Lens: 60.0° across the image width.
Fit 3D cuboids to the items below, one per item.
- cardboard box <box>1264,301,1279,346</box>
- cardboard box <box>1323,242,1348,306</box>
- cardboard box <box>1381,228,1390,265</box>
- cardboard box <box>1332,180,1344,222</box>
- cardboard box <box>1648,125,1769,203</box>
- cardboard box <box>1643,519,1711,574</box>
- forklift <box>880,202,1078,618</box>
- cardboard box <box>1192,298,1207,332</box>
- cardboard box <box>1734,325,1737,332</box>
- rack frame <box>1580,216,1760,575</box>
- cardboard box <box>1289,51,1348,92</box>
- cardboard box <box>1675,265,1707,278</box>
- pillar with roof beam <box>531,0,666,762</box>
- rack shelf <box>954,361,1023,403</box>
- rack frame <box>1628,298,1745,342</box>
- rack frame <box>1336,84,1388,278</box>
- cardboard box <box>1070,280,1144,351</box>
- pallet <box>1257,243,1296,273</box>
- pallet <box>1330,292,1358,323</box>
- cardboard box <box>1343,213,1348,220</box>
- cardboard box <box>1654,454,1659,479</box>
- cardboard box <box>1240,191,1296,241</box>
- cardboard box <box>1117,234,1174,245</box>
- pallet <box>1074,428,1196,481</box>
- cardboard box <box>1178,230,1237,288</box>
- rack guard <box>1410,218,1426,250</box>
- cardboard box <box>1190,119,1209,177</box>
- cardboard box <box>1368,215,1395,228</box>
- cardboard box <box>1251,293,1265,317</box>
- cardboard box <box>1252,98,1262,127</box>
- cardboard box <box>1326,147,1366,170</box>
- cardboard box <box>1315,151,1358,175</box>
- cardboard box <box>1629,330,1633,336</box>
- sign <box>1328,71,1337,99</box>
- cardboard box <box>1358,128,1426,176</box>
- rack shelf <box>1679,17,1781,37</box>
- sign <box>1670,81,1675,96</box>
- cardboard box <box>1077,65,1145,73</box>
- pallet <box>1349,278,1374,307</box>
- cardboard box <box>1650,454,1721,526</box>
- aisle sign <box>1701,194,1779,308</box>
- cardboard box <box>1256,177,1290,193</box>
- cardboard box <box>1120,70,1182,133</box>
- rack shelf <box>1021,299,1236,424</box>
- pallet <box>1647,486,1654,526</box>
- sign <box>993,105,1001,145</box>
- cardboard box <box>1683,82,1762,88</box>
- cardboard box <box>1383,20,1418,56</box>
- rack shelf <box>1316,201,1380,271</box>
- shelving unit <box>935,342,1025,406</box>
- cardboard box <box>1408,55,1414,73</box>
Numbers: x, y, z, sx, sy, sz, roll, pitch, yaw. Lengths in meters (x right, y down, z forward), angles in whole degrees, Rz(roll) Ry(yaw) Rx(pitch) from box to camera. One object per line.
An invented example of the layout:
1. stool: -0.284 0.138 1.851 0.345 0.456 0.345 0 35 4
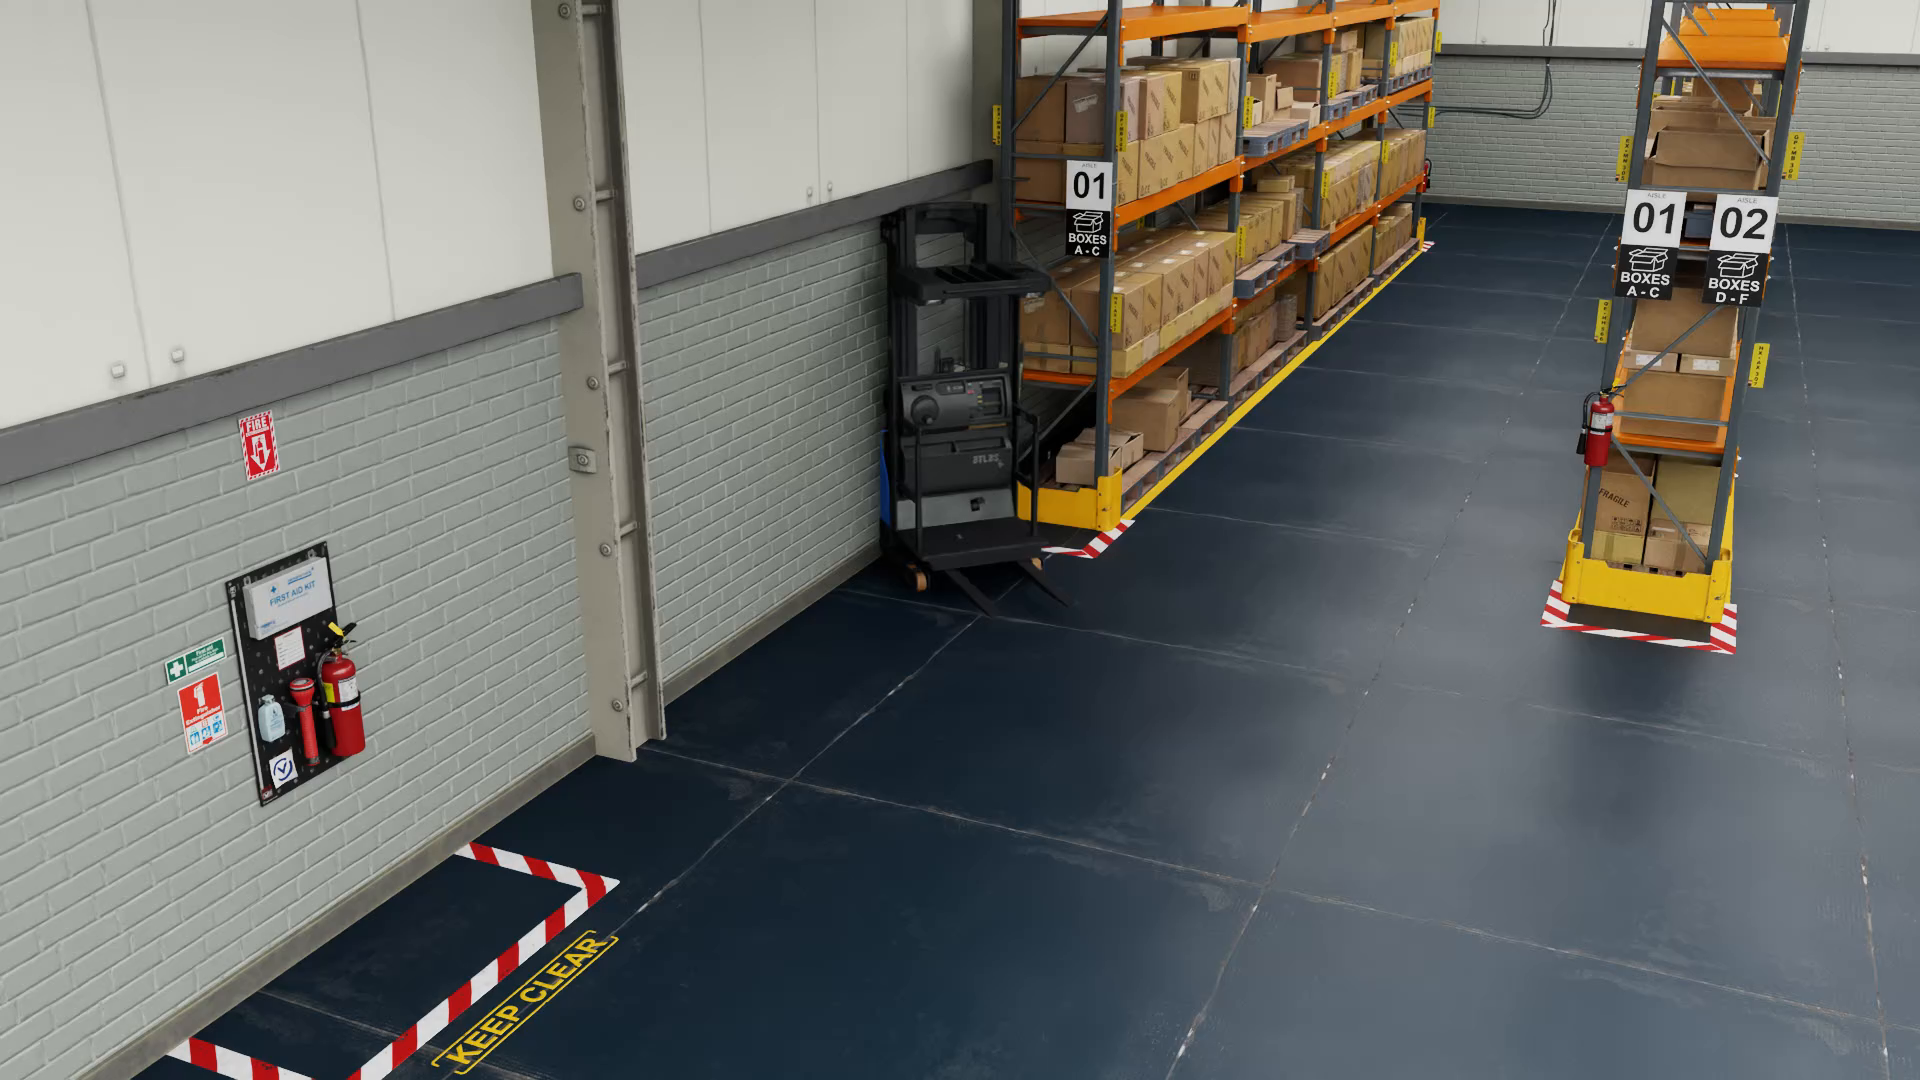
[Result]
1. cardboard box: 3.537 -2.697 20.649 0.700 0.500 0.500 9 21 23
2. cardboard box: 4.887 -3.695 22.962 0.750 0.750 0.750 8 21 22
3. cardboard box: 6.348 -4.646 26.161 0.700 0.500 0.500 8 21 22
4. cardboard box: 4.757 -4.505 22.036 0.500 0.500 0.500 9 22 24
5. cardboard box: 5.585 -2.813 12.435 0.797 0.503 0.637 10 22 26
6. cardboard box: 5.769 0.052 13.322 0.500 0.250 0.500 9 21 23
7. forklift: 0.046 -1.116 13.234 1.130 2.935 3.031 -7 21 -19
8. cardboard box: 2.142 -2.258 16.537 0.500 0.250 0.500 8 21 22
9. cardboard box: 6.124 -1.671 13.573 0.380 0.149 0.250 8 21 21
10. rack frame: 5.346 -0.912 12.556 1.000 3.000 0.127 9 21 23
11. cardboard box: 4.846 -6.349 22.563 0.700 0.500 0.500 9 21 23
12. cardboard box: 5.781 -1.889 13.218 0.700 0.500 0.500 8 21 21
13. pillar with roof beam: 1.793 -2.325 7.576 9.100 9.000 0.400 9 21 23
14. rack shelf: 0.158 -1.339 14.420 0.431 0.370 0.720 17 23 33
15. rack frame: 6.984 -2.135 15.994 1.000 3.000 0.127 9 21 23
16. rack frame: 5.739 -5.259 24.779 1.000 3.000 0.127 9 21 23
17. cardboard box: 1.295 -1.987 14.655 0.500 0.500 0.500 9 21 23
18. pallet: 3.328 -3.335 19.655 1.003 0.211 1.213 9 21 23
19. pallet: 4.994 -3.324 23.501 1.003 0.211 1.213 9 21 23
20. cardboard box: 5.179 -4.546 23.119 0.380 0.149 0.250 9 22 24
21. cardboard box: 6.308 -0.785 15.675 0.500 0.250 0.500 9 21 23
22. cardboard box: 3.714 -3.971 20.351 0.700 0.500 0.500 6 21 18
23. cardboard box: 1.865 -2.833 17.032 0.500 0.500 0.500 8 21 22
24. pallet: 1.722 -0.915 16.726 1.003 0.211 1.213 9 21 23
25. cardboard box: 2.552 -2.918 17.273 0.500 0.500 0.500 8 21 23
26. rack guard: 7.387 -5.311 28.657 1.175 0.500 0.348 9 21 23
27. cardboard box: 2.071 -3.767 15.929 0.500 0.500 0.500 8 21 21
28. cardboard box: 6.659 -5.038 26.295 0.380 0.149 0.250 8 21 21
29. cardboard box: 3.357 -2.868 20.011 0.500 0.250 0.500 8 21 22
30. cardboard box: 3.012 -4.727 18.313 0.500 0.311 0.500 9 22 24
31. cardboard box: 5.354 -5.320 23.209 0.500 0.250 0.500 9 21 24
32. cardboard box: 5.146 -5.164 22.771 0.500 0.250 0.500 8 21 22
33. cardboard box: 5.539 -1.566 13.278 0.380 0.149 0.250 8 21 22
34. sign: 4.595 -5.618 20.540 0.100 0.325 0.005 9 21 23
35. cardboard box: 7.177 -6.466 27.725 0.980 0.700 0.700 10 22 25
36. rack shelf: 7.803 -5.045 16.896 1.077 0.370 4.000 9 21 23
37. sign: 8.128 -5.089 19.054 0.100 0.325 0.005 9 21 23
38. cardboard box: 1.412 -4.168 15.563 0.500 0.500 0.500 9 21 23
39. pallet: 5.492 -3.699 24.554 1.003 0.211 1.213 9 21 23
40. cardboard box: 5.972 -0.454 13.626 0.500 0.500 0.500 9 21 23
41. aisle sign: 5.599 -2.075 11.946 0.394 0.787 0.004 9 21 23
42. cardboard box: 3.869 -4.386 20.551 0.380 0.149 0.250 5 20 14
43. cardboard box: 1.656 -3.920 14.868 0.500 0.500 0.500 9 22 24
44. rack shelf: 1.644 -1.863 16.304 1.077 0.370 4.000 9 21 23
45. pallet: 6.122 -0.209 14.742 1.003 0.211 1.213 9 21 23
46. sign: 0.327 -3.503 14.044 0.100 0.325 0.005 9 21 23
47. cardboard box: 9.192 -5.271 20.187 0.910 0.500 0.500 9 21 23
48. cardboard box: 6.689 -7.689 25.464 0.500 0.500 0.500 9 21 23
49. rack shelf: 4.920 -4.308 23.180 1.077 0.370 4.000 9 21 23
50. shelving unit: 0.133 -0.972 14.549 0.431 1.500 0.755 17 23 33
51. cardboard box: 6.688 -7.333 25.583 0.500 0.250 0.500 8 21 21
